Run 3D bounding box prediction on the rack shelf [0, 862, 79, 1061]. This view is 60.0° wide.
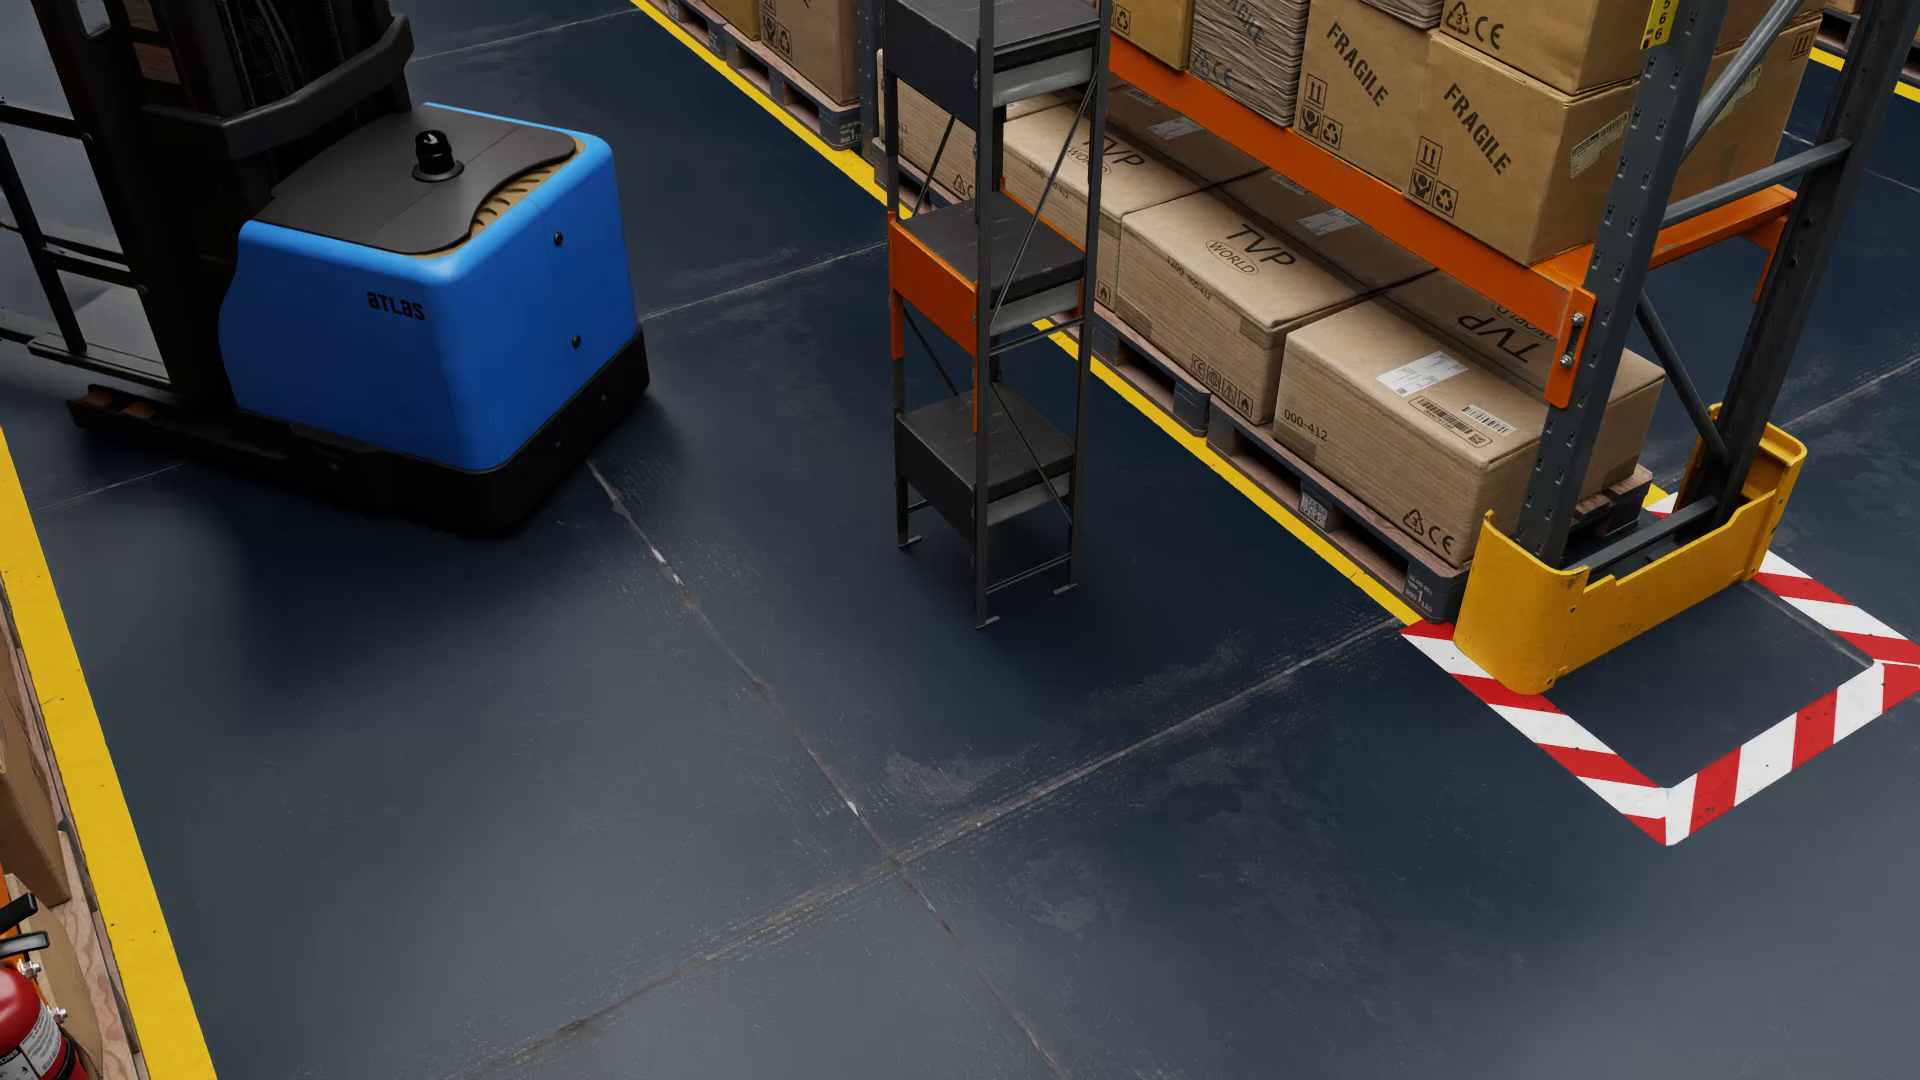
[{"bbox_3d":[-3.123,-0.050,4.029,1.077,0.370,4.000,-22,45,-24],"label":"rack shelf"}]

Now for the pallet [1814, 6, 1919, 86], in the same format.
[{"bbox_3d":[5.155,-2.795,8.939,1.003,0.211,1.213,-22,45,-24],"label":"pallet"}]

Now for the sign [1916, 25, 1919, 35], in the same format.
[{"bbox_3d":[2.607,-1.509,4.479,0.100,0.325,0.005,-22,45,-24],"label":"sign"}]

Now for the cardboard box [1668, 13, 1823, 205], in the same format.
[{"bbox_3d":[2.120,-1.354,4.954,0.500,0.500,0.500,-23,45,-25],"label":"cardboard box"}]

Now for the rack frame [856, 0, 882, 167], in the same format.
[{"bbox_3d":[-0.015,-3.117,7.147,1.000,3.000,0.127,-22,45,-24],"label":"rack frame"}]

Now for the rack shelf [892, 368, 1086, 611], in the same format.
[{"bbox_3d":[0.089,-0.169,5.427,0.431,0.518,0.480,-22,45,-24],"label":"rack shelf"}]

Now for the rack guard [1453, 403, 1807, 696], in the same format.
[{"bbox_3d":[2.149,0.015,5.341,1.175,0.500,0.348,-22,45,-24],"label":"rack guard"}]

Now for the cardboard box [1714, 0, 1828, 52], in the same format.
[{"bbox_3d":[2.118,-1.738,4.633,0.500,0.500,0.500,-23,45,-25],"label":"cardboard box"}]

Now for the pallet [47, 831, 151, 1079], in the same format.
[{"bbox_3d":[-2.518,1.353,3.962,1.003,0.211,1.213,-22,45,-24],"label":"pallet"}]

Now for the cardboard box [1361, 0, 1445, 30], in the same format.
[{"bbox_3d":[1.370,-1.831,4.745,0.500,0.500,0.500,-22,45,-24],"label":"cardboard box"}]

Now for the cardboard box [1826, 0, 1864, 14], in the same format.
[{"bbox_3d":[4.761,-2.948,8.844,0.380,0.149,0.250,-23,45,-26],"label":"cardboard box"}]

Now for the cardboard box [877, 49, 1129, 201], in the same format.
[{"bbox_3d":[0.232,-1.918,7.382,0.875,0.438,0.875,-23,45,-25],"label":"cardboard box"}]

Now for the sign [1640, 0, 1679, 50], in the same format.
[{"bbox_3d":[1.671,-1.314,3.895,0.100,0.325,0.005,-22,45,-24],"label":"sign"}]

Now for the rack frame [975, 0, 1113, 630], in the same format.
[{"bbox_3d":[0.220,-0.586,4.813,0.400,2.100,0.015,-22,45,-24],"label":"rack frame"}]

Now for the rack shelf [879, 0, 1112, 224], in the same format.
[{"bbox_3d":[0.089,-1.245,4.531,0.431,0.518,0.480,-22,45,-24],"label":"rack shelf"}]

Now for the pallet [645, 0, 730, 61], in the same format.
[{"bbox_3d":[-1.154,-3.095,9.300,1.003,0.211,1.213,-22,45,-24],"label":"pallet"}]

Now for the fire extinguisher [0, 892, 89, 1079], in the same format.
[{"bbox_3d":[-1.579,0.846,2.743,0.296,0.674,0.183,-22,45,-24],"label":"fire extinguisher"}]

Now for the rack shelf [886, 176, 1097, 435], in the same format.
[{"bbox_3d":[0.089,-0.707,4.979,0.431,0.518,0.480,-22,45,-24],"label":"rack shelf"}]

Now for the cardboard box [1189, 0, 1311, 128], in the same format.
[{"bbox_3d":[1.111,-1.716,5.388,0.500,0.500,0.500,-21,44,-23],"label":"cardboard box"}]

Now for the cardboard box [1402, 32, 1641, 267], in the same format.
[{"bbox_3d":[1.653,-1.166,4.728,0.500,0.500,0.500,-22,45,-24],"label":"cardboard box"}]

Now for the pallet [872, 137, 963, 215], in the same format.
[{"bbox_3d":[0.328,-1.608,7.515,1.003,0.211,1.213,-22,45,-24],"label":"pallet"}]

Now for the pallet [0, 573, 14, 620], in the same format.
[{"bbox_3d":[-3.830,0.036,5.542,1.003,0.211,1.213,-22,45,-24],"label":"pallet"}]

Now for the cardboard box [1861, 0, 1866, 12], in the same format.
[{"bbox_3d":[4.967,-2.833,8.705,0.380,0.149,0.250,-21,44,-23],"label":"cardboard box"}]

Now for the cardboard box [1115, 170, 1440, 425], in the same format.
[{"bbox_3d":[1.197,-0.948,6.218,0.875,0.438,0.875,-21,44,-23],"label":"cardboard box"}]

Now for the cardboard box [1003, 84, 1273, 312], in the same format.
[{"bbox_3d":[0.714,-1.435,6.803,0.875,0.438,0.875,-24,45,-26],"label":"cardboard box"}]

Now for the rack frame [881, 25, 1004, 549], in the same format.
[{"bbox_3d":[-0.042,-0.849,5.129,0.400,2.100,0.015,-22,45,-24],"label":"rack frame"}]

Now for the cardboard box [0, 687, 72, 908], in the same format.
[{"bbox_3d":[-2.723,0.714,4.174,0.700,0.500,0.500,-20,44,-23],"label":"cardboard box"}]

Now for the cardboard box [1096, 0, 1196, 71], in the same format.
[{"bbox_3d":[0.823,-1.990,5.717,0.500,0.500,0.500,-21,44,-23],"label":"cardboard box"}]

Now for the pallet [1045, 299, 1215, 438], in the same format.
[{"bbox_3d":[0.988,-0.949,6.724,1.003,0.211,1.213,-22,45,-24],"label":"pallet"}]

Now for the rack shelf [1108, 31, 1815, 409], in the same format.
[{"bbox_3d":[1.060,-1.761,6.082,1.077,0.370,4.000,-22,45,-24],"label":"rack shelf"}]

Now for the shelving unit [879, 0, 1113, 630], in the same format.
[{"bbox_3d":[0.089,-0.717,4.971,0.431,2.100,0.503,-22,45,-24],"label":"shelving unit"}]

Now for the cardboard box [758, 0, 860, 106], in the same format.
[{"bbox_3d":[-0.416,-2.769,8.062,0.875,0.875,0.875,-21,44,-23],"label":"cardboard box"}]

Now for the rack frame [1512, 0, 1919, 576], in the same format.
[{"bbox_3d":[2.136,-0.958,4.556,1.000,3.000,0.127,-22,45,-24],"label":"rack frame"}]

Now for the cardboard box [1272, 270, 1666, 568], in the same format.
[{"bbox_3d":[1.697,-0.457,5.628,0.875,0.438,0.875,-24,45,-26],"label":"cardboard box"}]

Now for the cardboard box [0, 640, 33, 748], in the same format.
[{"bbox_3d":[-2.923,0.394,4.558,0.500,0.500,0.500,-21,44,-24],"label":"cardboard box"}]

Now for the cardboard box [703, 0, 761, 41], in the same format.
[{"bbox_3d":[-0.908,-3.254,8.644,0.875,0.875,0.875,-21,44,-23],"label":"cardboard box"}]

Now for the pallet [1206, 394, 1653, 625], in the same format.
[{"bbox_3d":[1.640,-0.291,5.935,1.003,0.211,1.213,-22,45,-24],"label":"pallet"}]

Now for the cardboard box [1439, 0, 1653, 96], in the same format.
[{"bbox_3d":[1.676,-1.559,4.418,0.500,0.500,0.500,-21,44,-23],"label":"cardboard box"}]

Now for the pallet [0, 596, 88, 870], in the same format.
[{"bbox_3d":[-3.170,0.695,4.751,1.003,0.211,1.213,-22,45,-24],"label":"pallet"}]

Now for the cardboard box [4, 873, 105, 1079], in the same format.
[{"bbox_3d":[-2.296,1.188,3.604,0.797,0.503,0.637,-24,45,-26],"label":"cardboard box"}]

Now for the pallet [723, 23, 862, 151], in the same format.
[{"bbox_3d":[-0.493,-2.436,8.509,1.003,0.211,1.213,-22,45,-24],"label":"pallet"}]

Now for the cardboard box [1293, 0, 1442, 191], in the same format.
[{"bbox_3d":[1.396,-1.442,5.059,0.500,0.500,0.500,-23,45,-25],"label":"cardboard box"}]

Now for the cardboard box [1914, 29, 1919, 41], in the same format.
[{"bbox_3d":[5.039,-2.670,8.510,0.380,0.149,0.250,-21,44,-24],"label":"cardboard box"}]

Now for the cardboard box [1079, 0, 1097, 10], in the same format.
[{"bbox_3d":[0.546,-2.268,6.051,0.500,0.500,0.500,-22,45,-24],"label":"cardboard box"}]

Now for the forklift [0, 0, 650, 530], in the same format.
[{"bbox_3d":[-2.755,-1.766,5.579,3.031,2.935,1.130,15,42,17],"label":"forklift"}]

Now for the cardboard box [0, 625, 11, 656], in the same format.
[{"bbox_3d":[-3.281,0.154,4.847,0.700,0.500,0.500,-24,45,-26],"label":"cardboard box"}]
